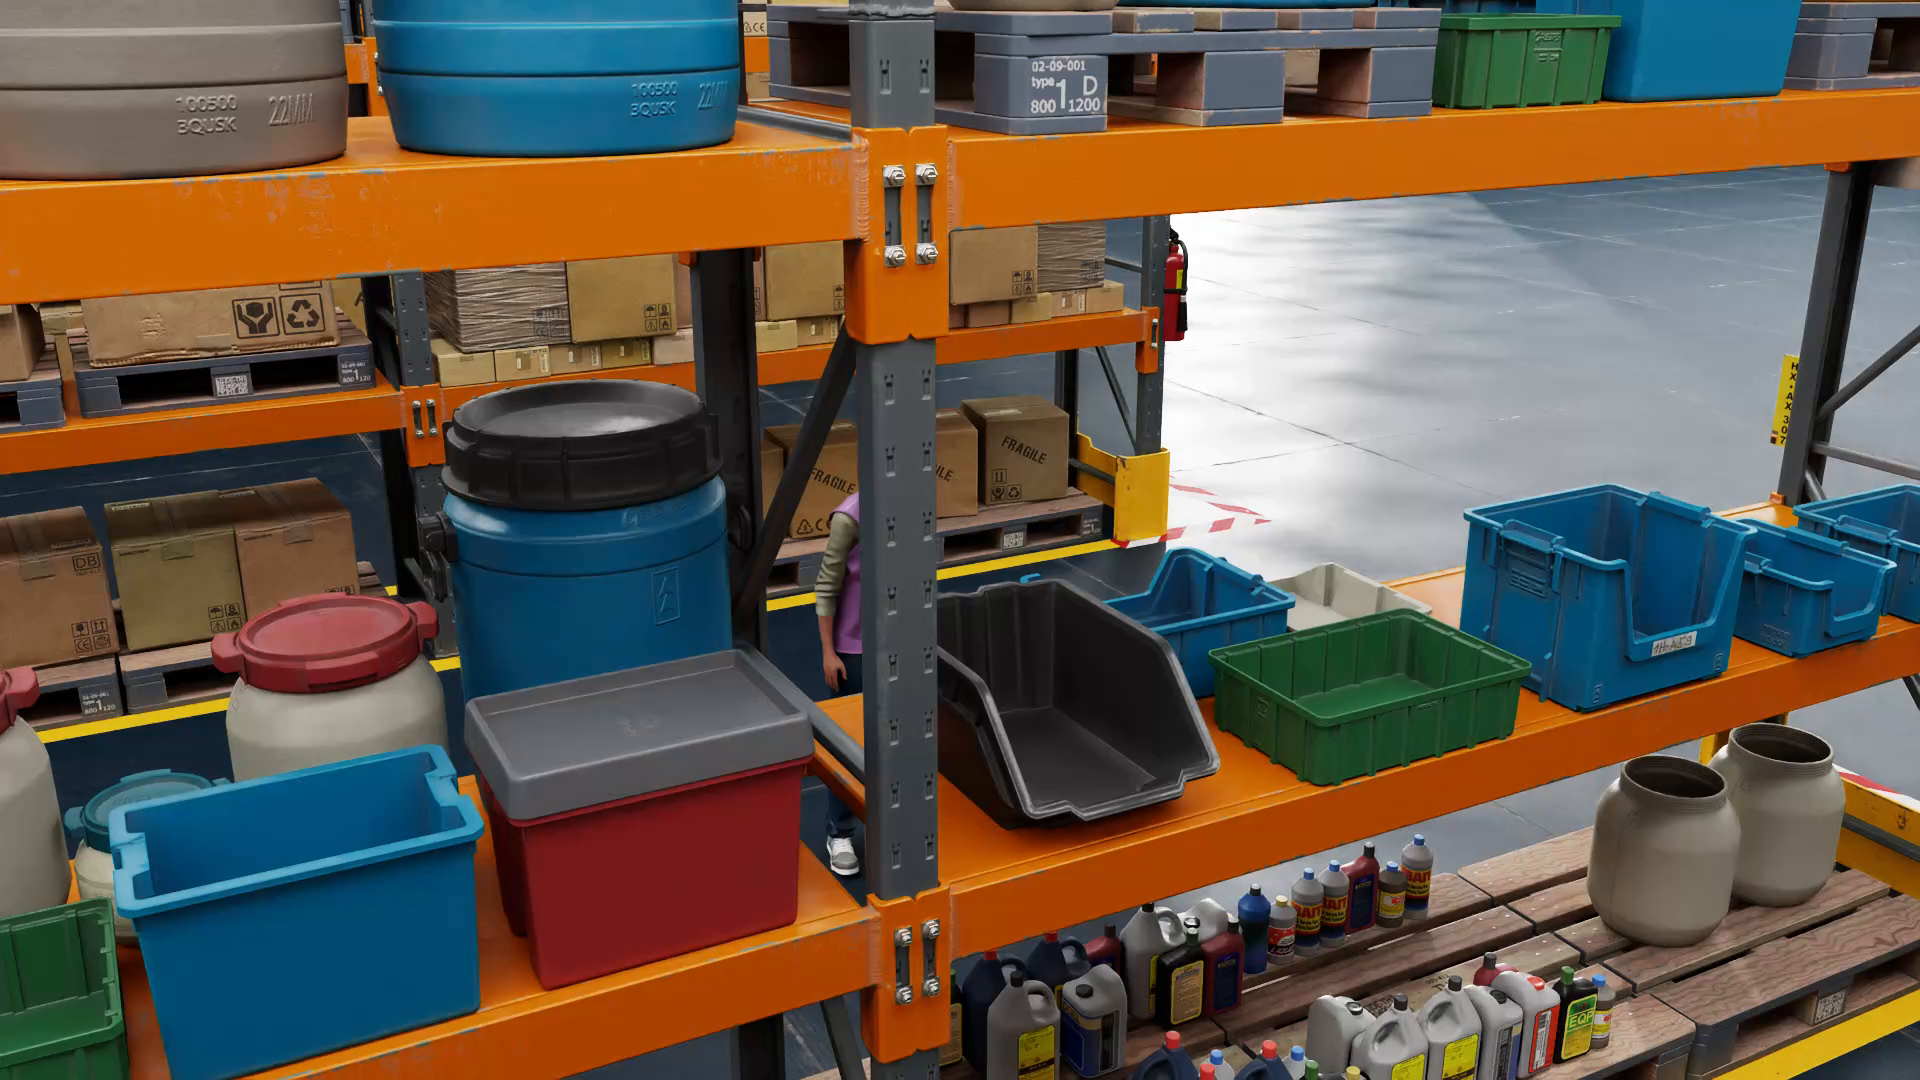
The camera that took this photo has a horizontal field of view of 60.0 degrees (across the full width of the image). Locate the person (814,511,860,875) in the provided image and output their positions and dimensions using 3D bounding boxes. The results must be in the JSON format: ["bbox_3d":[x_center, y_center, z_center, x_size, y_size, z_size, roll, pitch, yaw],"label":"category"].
[{"bbox_3d":[-0.293,0.392,5.927,0.474,1.590,0.329,-11,22,-29],"label":"person"}]
